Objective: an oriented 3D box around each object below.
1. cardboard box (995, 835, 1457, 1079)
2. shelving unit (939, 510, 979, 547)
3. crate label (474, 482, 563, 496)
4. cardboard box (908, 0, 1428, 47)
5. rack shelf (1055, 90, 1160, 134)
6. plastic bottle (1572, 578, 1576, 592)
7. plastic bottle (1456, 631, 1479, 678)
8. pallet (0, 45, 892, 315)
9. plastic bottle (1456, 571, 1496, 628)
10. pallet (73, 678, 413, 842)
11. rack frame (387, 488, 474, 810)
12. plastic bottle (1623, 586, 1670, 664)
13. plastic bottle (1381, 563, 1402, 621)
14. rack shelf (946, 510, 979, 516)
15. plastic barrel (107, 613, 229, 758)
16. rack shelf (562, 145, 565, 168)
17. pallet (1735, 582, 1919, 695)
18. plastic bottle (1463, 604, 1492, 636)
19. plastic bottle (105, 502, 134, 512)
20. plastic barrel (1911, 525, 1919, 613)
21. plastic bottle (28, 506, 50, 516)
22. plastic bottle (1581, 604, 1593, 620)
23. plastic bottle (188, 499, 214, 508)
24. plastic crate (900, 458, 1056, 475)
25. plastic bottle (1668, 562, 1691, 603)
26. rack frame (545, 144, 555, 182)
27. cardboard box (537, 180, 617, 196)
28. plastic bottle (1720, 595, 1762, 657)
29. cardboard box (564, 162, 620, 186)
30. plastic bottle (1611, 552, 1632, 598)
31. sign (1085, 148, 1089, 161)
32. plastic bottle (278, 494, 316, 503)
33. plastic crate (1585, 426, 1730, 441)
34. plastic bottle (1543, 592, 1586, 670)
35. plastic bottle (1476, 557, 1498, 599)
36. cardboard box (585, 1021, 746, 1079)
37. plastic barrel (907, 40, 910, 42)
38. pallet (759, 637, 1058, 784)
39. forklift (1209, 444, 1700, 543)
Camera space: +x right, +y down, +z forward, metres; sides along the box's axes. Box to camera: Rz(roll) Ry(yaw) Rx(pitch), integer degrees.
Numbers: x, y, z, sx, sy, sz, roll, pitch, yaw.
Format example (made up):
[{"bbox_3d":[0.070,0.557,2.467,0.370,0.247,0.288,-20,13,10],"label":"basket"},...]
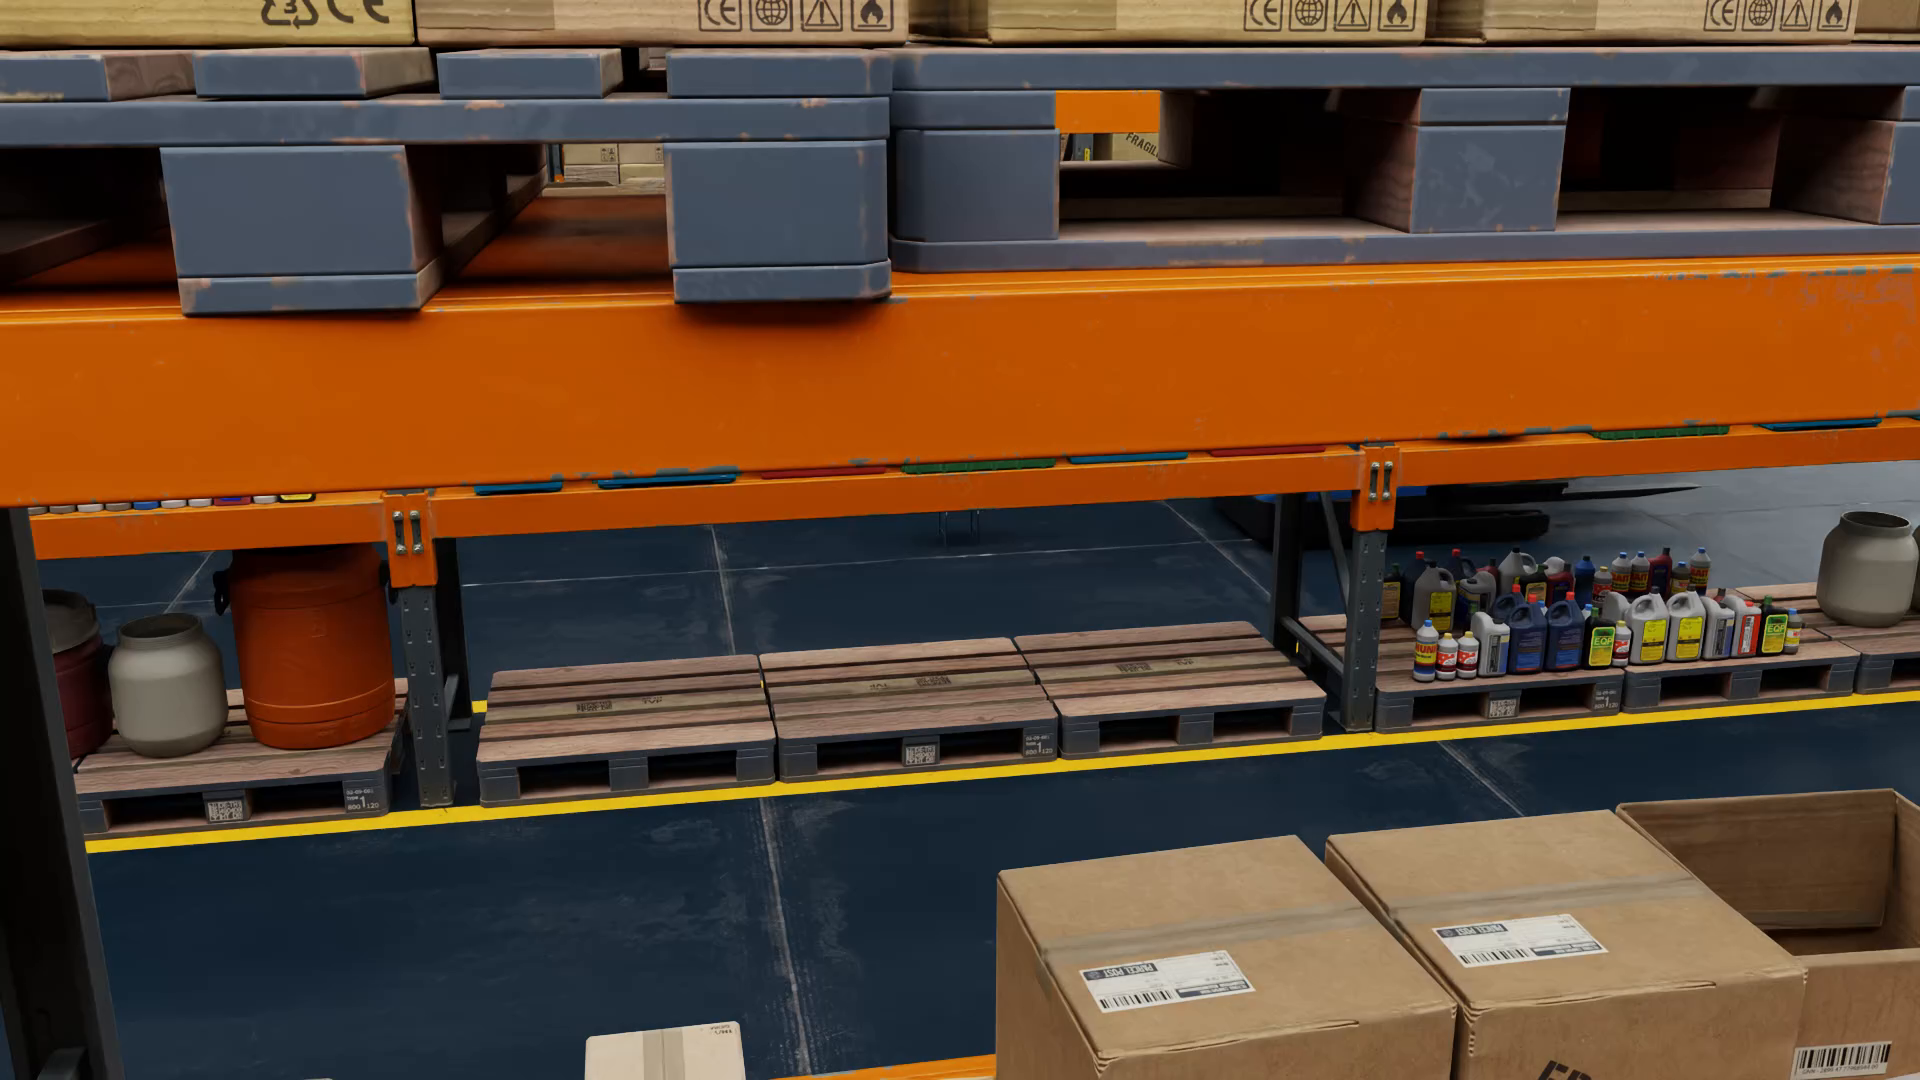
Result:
[{"bbox_3d":[0.358,0.795,2.443,0.500,0.500,0.500,-4,18,-13],"label":"cardboard box"},{"bbox_3d":[-0.008,-0.430,10.178,0.210,0.900,0.258,-3,17,-10],"label":"shelving unit"},{"bbox_3d":[-1.738,-0.322,6.537,0.416,0.233,0.303,-3,17,-10],"label":"crate label"},{"bbox_3d":[0.223,-0.726,1.998,0.500,0.250,0.500,-4,17,-12],"label":"cardboard box"},{"bbox_3d":[-0.259,-1.688,6.816,4.000,0.370,1.077,-3,17,-10],"label":"rack shelf"},{"bbox_3d":[3.059,0.248,8.413,0.097,0.201,0.097,0,17,0],"label":"plastic bottle"},{"bbox_3d":[2.301,0.515,7.543,0.097,0.201,0.097,0,17,0],"label":"plastic bottle"},{"bbox_3d":[-0.637,-0.466,1.933,1.003,0.211,1.213,-2,17,-8],"label":"pallet"},{"bbox_3d":[2.524,0.294,8.136,0.135,0.276,0.152,-3,17,-10],"label":"plastic bottle"},{"bbox_3d":[-2.989,0.902,7.015,1.213,0.211,1.003,-3,17,-10],"label":"pallet"},{"bbox_3d":[-2.222,-0.487,6.788,0.127,3.000,1.000,-3,17,-10],"label":"rack frame"},{"bbox_3d":[3.179,0.387,7.706,0.185,0.351,0.144,-3,17,-11],"label":"plastic bottle"},{"bbox_3d":[2.115,0.257,8.244,0.133,0.283,0.061,-2,17,-8],"label":"plastic bottle"},{"bbox_3d":[-0.008,-0.226,10.241,0.200,0.077,0.258,-3,17,-10],"label":"rack shelf"},{"bbox_3d":[-3.237,0.591,6.801,0.421,0.512,0.421,0,17,0],"label":"plastic barrel"},{"bbox_3d":[-7.951,-5.747,25.139,4.000,0.370,1.077,-3,17,-10],"label":"rack shelf"},{"bbox_3d":[4.768,0.462,8.448,1.213,0.211,1.003,-3,17,-10],"label":"pallet"},{"bbox_3d":[2.392,0.431,7.678,0.133,0.283,0.061,-3,17,-10],"label":"plastic bottle"},{"bbox_3d":[-3.169,-0.216,6.245,0.097,0.201,0.097,0,17,0],"label":"plastic bottle"},{"bbox_3d":[5.001,0.115,8.351,0.421,0.512,0.421,0,17,0],"label":"plastic barrel"},{"bbox_3d":[-3.455,-0.200,6.192,0.097,0.201,0.097,0,17,0],"label":"plastic bottle"},{"bbox_3d":[2.899,0.429,7.702,0.097,0.271,0.097,0,17,0],"label":"plastic bottle"},{"bbox_3d":[-2.882,-0.232,6.298,0.097,0.201,0.097,0,17,0],"label":"plastic bottle"},{"bbox_3d":[0.049,-0.430,6.964,0.662,0.188,0.450,-3,17,-10],"label":"plastic crate"},{"bbox_3d":[3.691,0.212,8.530,0.097,0.201,0.097,0,17,0],"label":"plastic bottle"},{"bbox_3d":[-4.004,-3.350,16.110,0.127,3.000,1.000,-3,17,-10],"label":"rack frame"},{"bbox_3d":[-2.639,-2.205,11.496,0.500,0.500,0.500,-5,18,-17],"label":"cardboard box"},{"bbox_3d":[3.660,0.394,7.810,0.135,0.276,0.152,-3,17,-10],"label":"plastic bottle"},{"bbox_3d":[-3.512,-3.345,15.924,0.500,0.500,0.500,-3,17,-10],"label":"cardboard box"},{"bbox_3d":[3.358,0.197,8.458,0.097,0.271,0.097,0,17,0],"label":"plastic bottle"},{"bbox_3d":[0.874,-2.531,11.472,0.005,0.325,0.100,-3,17,-10],"label":"sign"},{"bbox_3d":[-2.539,-0.286,6.331,0.133,0.283,0.061,-3,17,-10],"label":"plastic bottle"},{"bbox_3d":[3.091,-0.603,7.526,0.662,0.188,0.450,-3,17,-10],"label":"plastic crate"},{"bbox_3d":[2.761,0.410,7.629,0.185,0.351,0.144,-4,18,-13],"label":"plastic bottle"},{"bbox_3d":[2.623,0.228,8.338,0.133,0.283,0.061,-2,17,-7],"label":"plastic bottle"},{"bbox_3d":[-0.456,0.932,2.598,0.250,0.149,0.380,-3,17,-10],"label":"cardboard box"},{"bbox_3d":[-0.038,-2.219,6.466,0.708,0.901,0.600,-3,17,-10],"label":"plastic barrel"},{"bbox_3d":[-0.259,0.747,7.519,1.213,0.211,1.003,-3,17,-10],"label":"pallet"},{"bbox_3d":[3.204,-1.550,10.368,3.031,2.935,1.130,-3,17,-9],"label":"forklift"}]
